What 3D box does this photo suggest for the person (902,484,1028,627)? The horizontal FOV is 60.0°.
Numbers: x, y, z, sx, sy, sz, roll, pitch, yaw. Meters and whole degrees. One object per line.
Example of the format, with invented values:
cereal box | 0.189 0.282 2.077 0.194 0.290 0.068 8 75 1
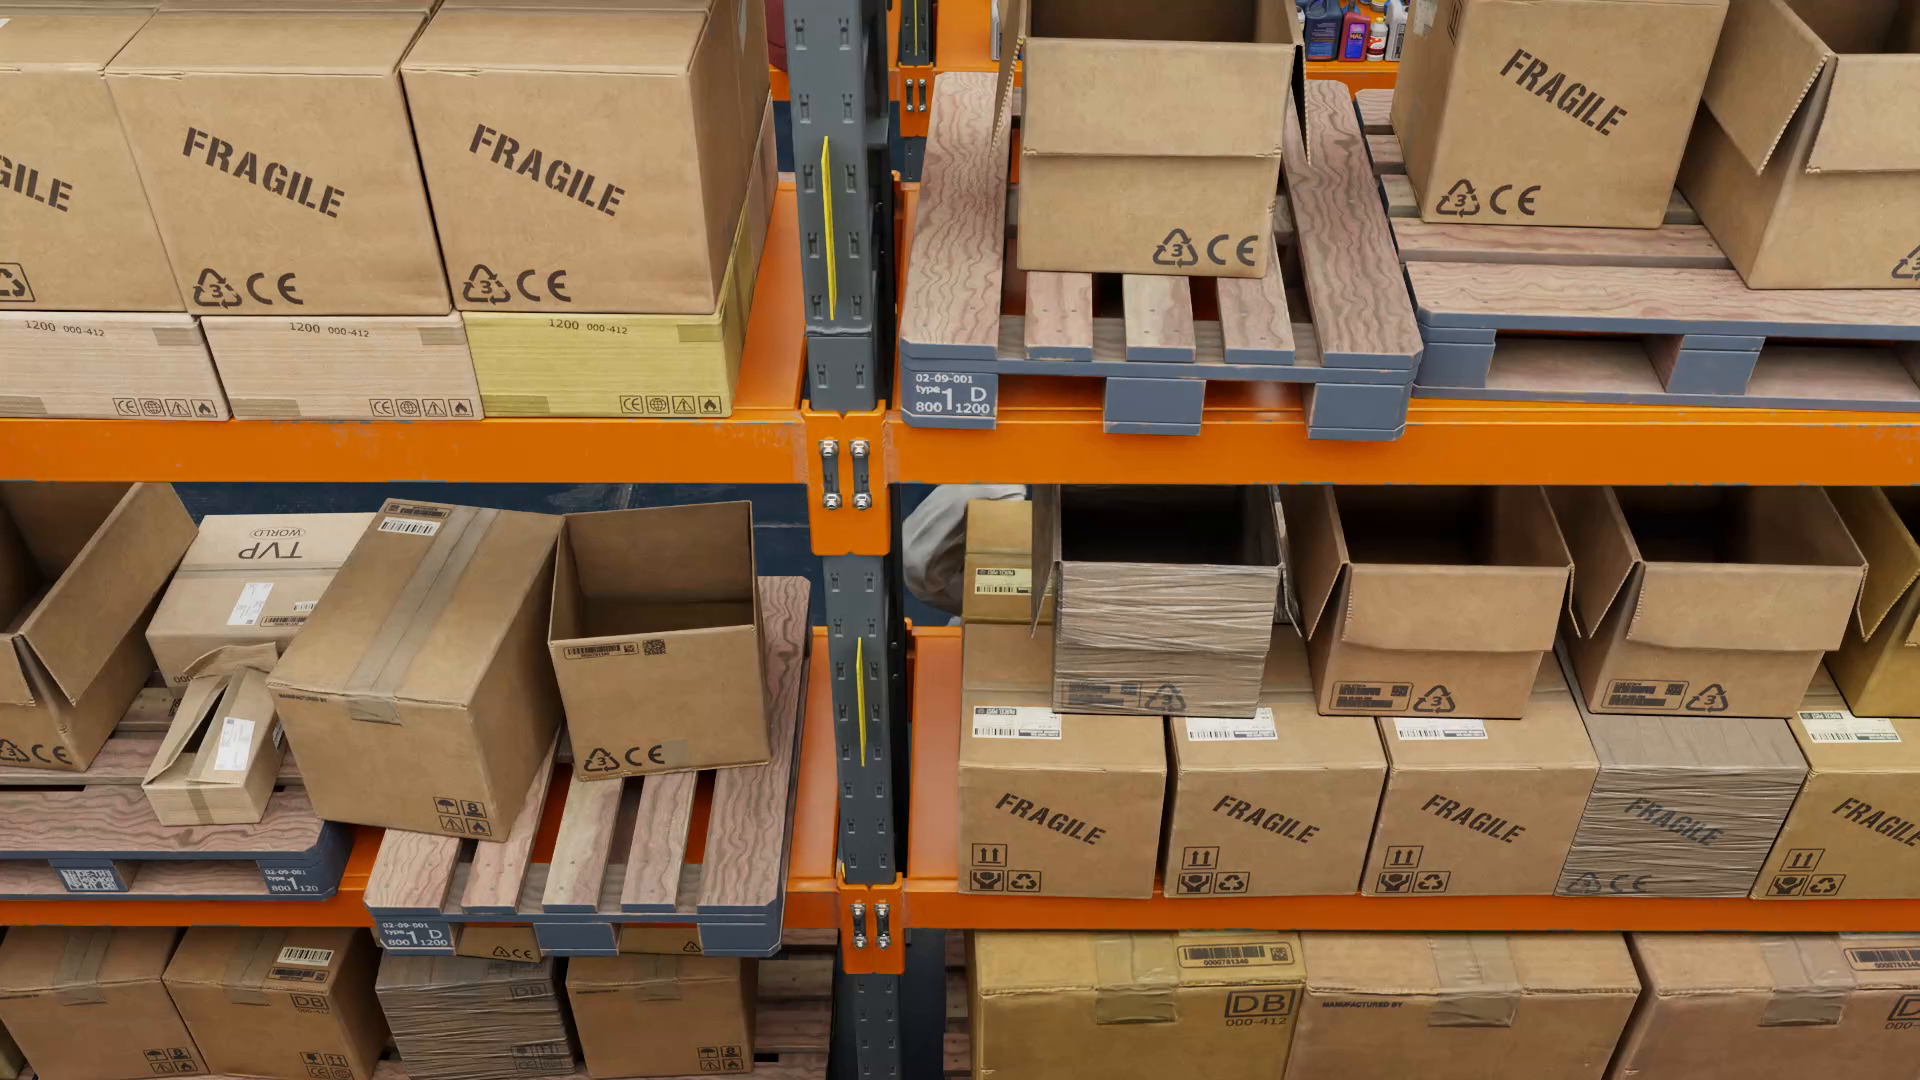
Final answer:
person | 0.086 0.082 6.357 0.688 1.228 0.462 0 40 0
